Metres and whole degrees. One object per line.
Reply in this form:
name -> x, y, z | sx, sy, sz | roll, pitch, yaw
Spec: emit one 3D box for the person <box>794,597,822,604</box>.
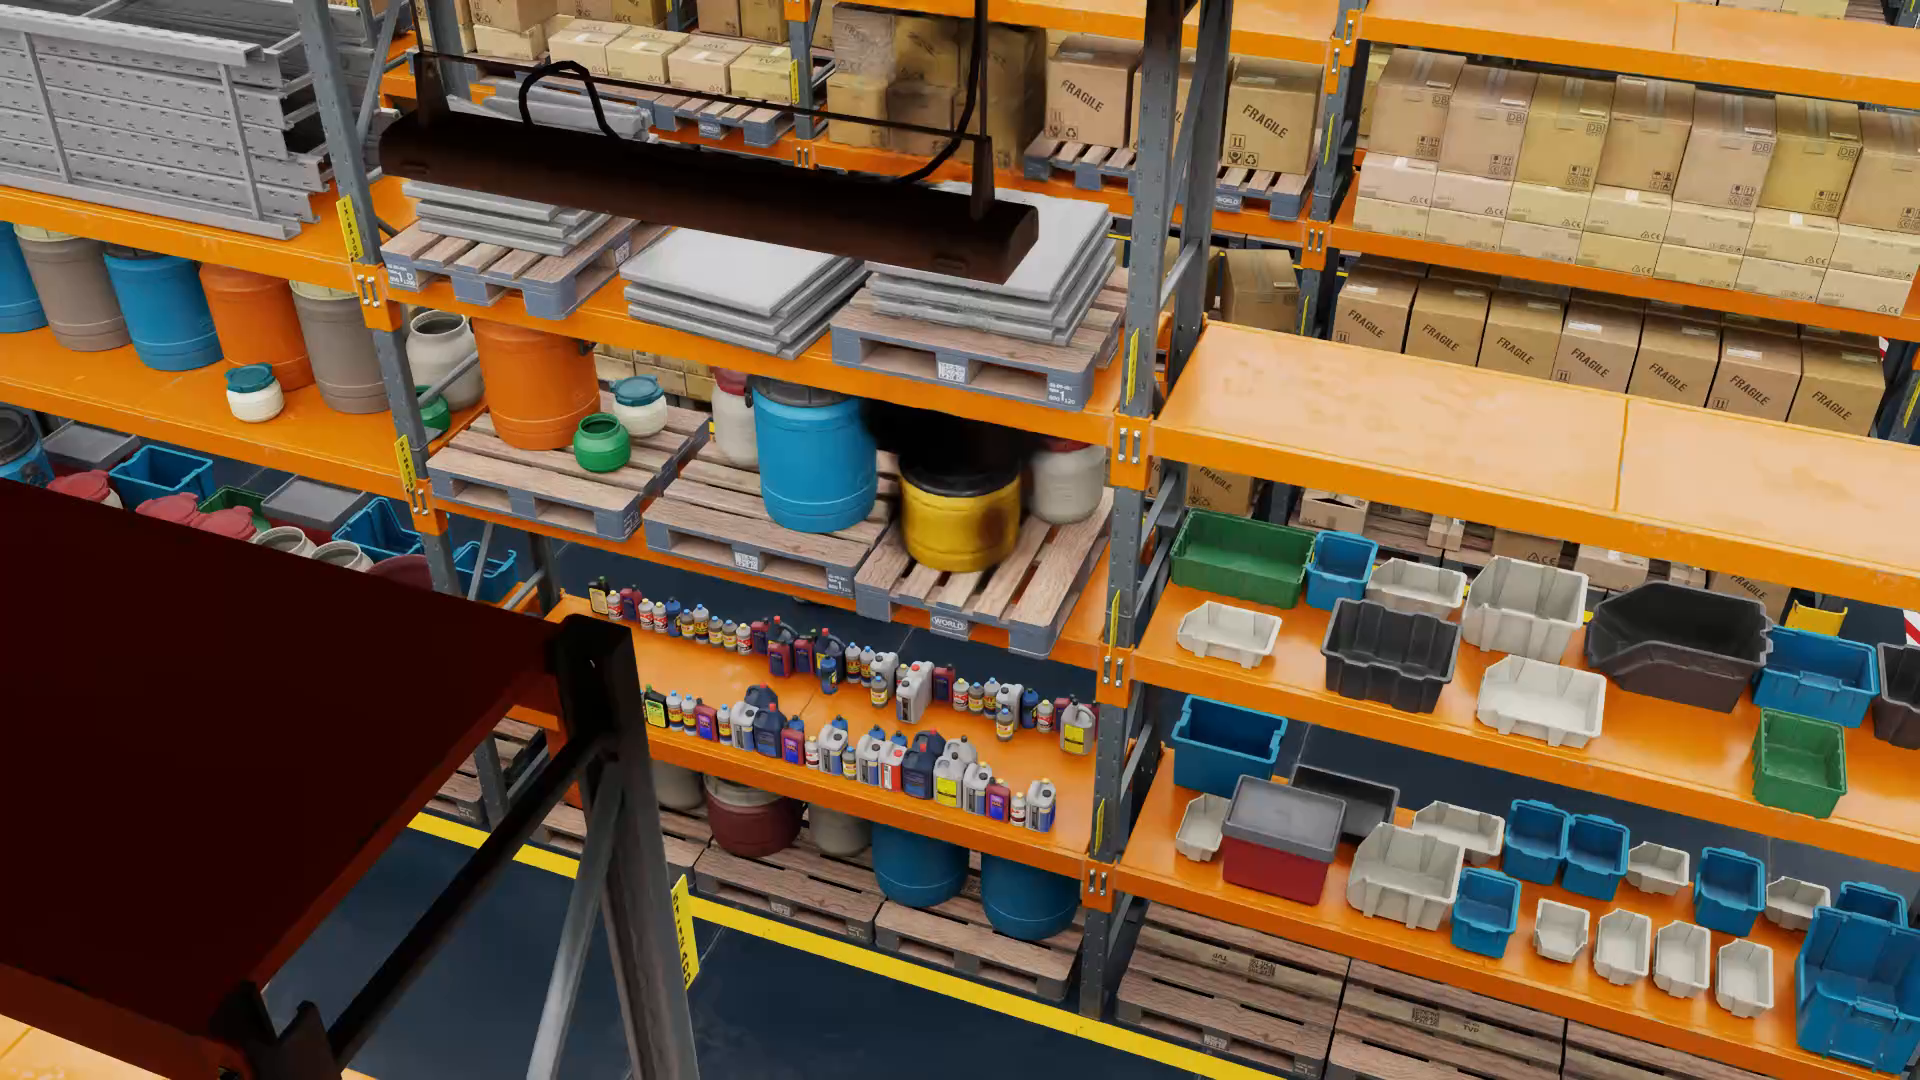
person -> -1.271, -0.218, 12.293 | 0.562, 1.662, 0.561 | 13, 38, 17
